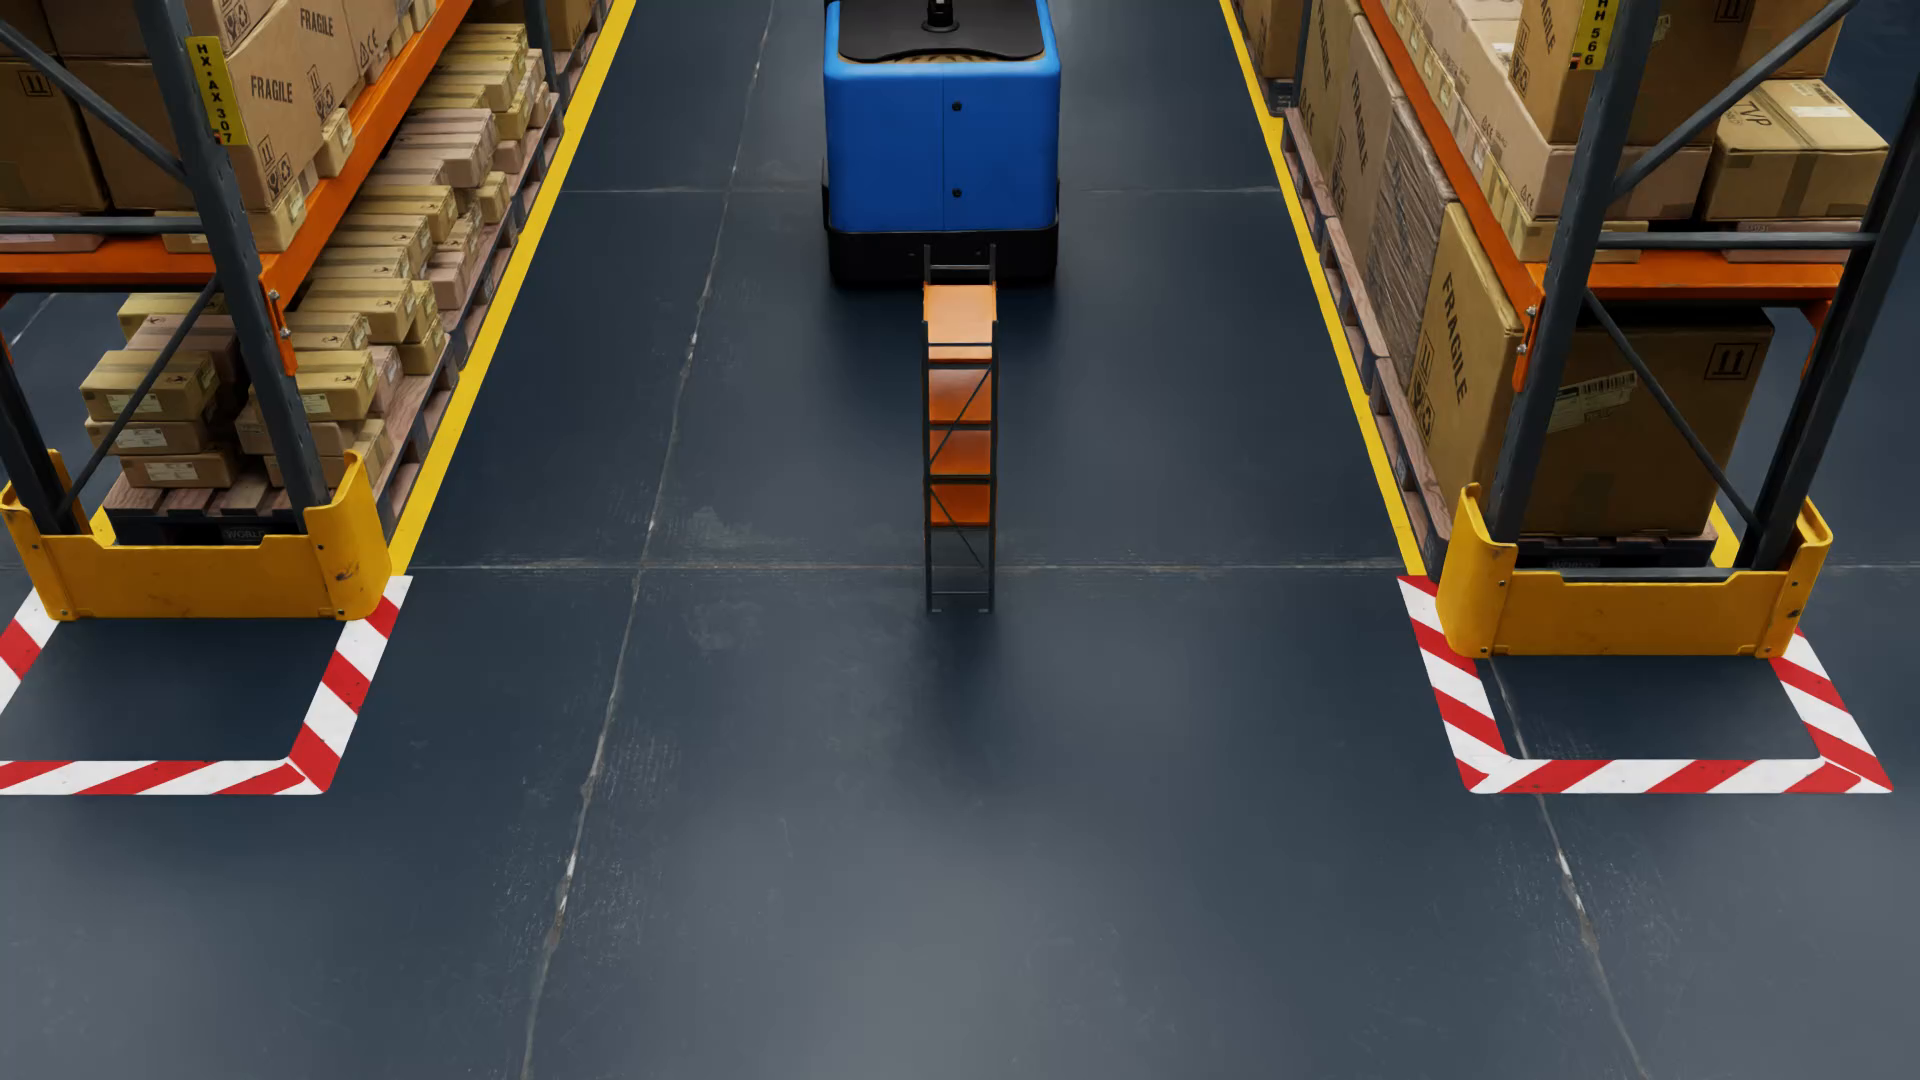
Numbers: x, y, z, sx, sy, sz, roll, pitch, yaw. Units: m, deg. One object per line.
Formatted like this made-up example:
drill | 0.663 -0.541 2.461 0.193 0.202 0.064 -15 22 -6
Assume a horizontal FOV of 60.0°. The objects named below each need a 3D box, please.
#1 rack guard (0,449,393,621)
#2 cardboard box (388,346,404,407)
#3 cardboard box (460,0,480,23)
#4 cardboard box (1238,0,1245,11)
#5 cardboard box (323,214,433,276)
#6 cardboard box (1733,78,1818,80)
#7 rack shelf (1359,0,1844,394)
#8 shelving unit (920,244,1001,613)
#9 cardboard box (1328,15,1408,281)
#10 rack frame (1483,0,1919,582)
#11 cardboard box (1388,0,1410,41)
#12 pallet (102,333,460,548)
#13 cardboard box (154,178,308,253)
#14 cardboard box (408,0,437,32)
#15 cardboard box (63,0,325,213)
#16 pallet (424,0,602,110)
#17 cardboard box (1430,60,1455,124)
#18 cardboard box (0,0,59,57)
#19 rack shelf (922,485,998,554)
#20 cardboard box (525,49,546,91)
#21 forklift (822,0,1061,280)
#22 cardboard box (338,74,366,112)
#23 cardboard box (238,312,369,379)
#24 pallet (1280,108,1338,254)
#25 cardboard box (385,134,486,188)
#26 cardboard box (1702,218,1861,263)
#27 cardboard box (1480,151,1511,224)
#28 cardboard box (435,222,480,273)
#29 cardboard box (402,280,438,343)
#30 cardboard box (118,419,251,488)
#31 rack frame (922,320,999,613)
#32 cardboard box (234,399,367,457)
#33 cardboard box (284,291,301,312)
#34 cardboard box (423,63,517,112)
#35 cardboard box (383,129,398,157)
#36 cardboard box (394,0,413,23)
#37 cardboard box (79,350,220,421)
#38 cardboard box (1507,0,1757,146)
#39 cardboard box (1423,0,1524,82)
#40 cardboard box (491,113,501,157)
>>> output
rack guard | -2.672 -0.017 5.871 1.175 0.500 0.348 0 39 0
cardboard box | -2.442 -0.643 6.597 0.380 0.149 0.250 0 39 0
cardboard box | -2.930 -3.097 9.379 0.500 0.500 0.500 -1 39 -1
cardboard box | 2.261 -3.680 9.807 1.225 0.875 0.875 -1 39 -2
cardboard box | -2.400 -1.214 6.835 0.380 0.149 0.250 1 39 2
cardboard box | 2.550 -1.568 5.690 0.500 0.250 0.500 0 39 -1
rack shelf | 2.286 -1.855 6.741 1.077 0.370 4.000 0 39 0
shelving unit | 0.000 -0.365 5.746 0.258 1.200 0.503 0 39 0
cardboard box | 2.205 -1.745 7.393 0.875 0.875 0.875 0 39 0
rack frame | 2.288 -0.885 4.955 1.000 3.000 0.127 0 39 0
cardboard box | 1.954 -2.128 6.708 0.380 0.149 0.250 -1 39 -1
pallet | -2.638 -0.412 6.595 1.003 0.211 1.213 0 39 0
cardboard box | -2.345 -1.049 5.362 0.380 0.149 0.250 0 39 0
cardboard box | -2.369 -2.192 6.787 0.380 0.149 0.250 1 39 1
cardboard box | -2.396 -1.380 5.256 0.500 0.500 0.500 2 39 2
pallet | -2.679 -2.845 9.631 1.003 0.211 1.213 0 39 0
cardboard box | 1.956 -1.648 6.109 0.380 0.149 0.250 -1 39 -1
cardboard box | -2.921 -1.776 4.950 0.500 0.500 0.500 -1 39 -1
rack shelf | 0.000 -0.157 5.912 0.258 0.148 0.480 0 39 0
cardboard box | -2.359 -2.417 8.573 0.380 0.149 0.250 1 39 1
forklift | -0.129 -3.235 7.942 1.130 2.935 3.031 -1 39 -2
cardboard box | -2.446 -1.708 6.184 0.380 0.149 0.250 0 39 0
cardboard box | -2.454 -0.728 6.228 0.380 0.149 0.250 1 39 1
pallet | 2.206 -1.823 8.355 1.003 0.211 1.213 0 39 0
cardboard box | -2.341 -1.692 7.430 0.380 0.149 0.250 -1 39 -2
cardboard box | 2.617 -1.009 5.311 0.380 0.149 0.250 0 39 0
cardboard box | 1.956 -1.172 5.514 0.380 0.149 0.250 0 39 0
cardboard box | -2.368 -1.291 7.406 0.380 0.149 0.250 0 39 0
cardboard box | -2.341 -0.925 6.711 0.380 0.149 0.250 1 39 1
cardboard box | -2.881 -0.325 6.201 0.380 0.149 0.250 1 39 1
rack frame | 0.000 -0.212 5.555 0.240 1.200 0.015 0 39 0
cardboard box | -2.416 -0.440 6.106 0.380 0.149 0.250 1 39 2
cardboard box | -2.858 -0.935 6.724 0.380 0.149 0.250 0 39 -1
cardboard box | -2.369 -2.192 8.054 0.380 0.149 0.250 0 39 0
cardboard box | -2.873 -1.907 7.937 0.380 0.149 0.250 -2 39 -2
cardboard box | -2.417 -2.340 6.454 0.500 0.500 0.500 -1 39 -1
cardboard box | -2.926 -0.559 6.017 0.380 0.149 0.250 0 39 0
cardboard box | 2.024 -1.539 5.055 0.500 0.500 0.500 0 39 1
cardboard box | 2.021 -1.881 6.080 0.500 0.250 0.500 -1 39 -2
cardboard box | -2.426 -1.923 7.957 0.380 0.149 0.250 0 39 0
